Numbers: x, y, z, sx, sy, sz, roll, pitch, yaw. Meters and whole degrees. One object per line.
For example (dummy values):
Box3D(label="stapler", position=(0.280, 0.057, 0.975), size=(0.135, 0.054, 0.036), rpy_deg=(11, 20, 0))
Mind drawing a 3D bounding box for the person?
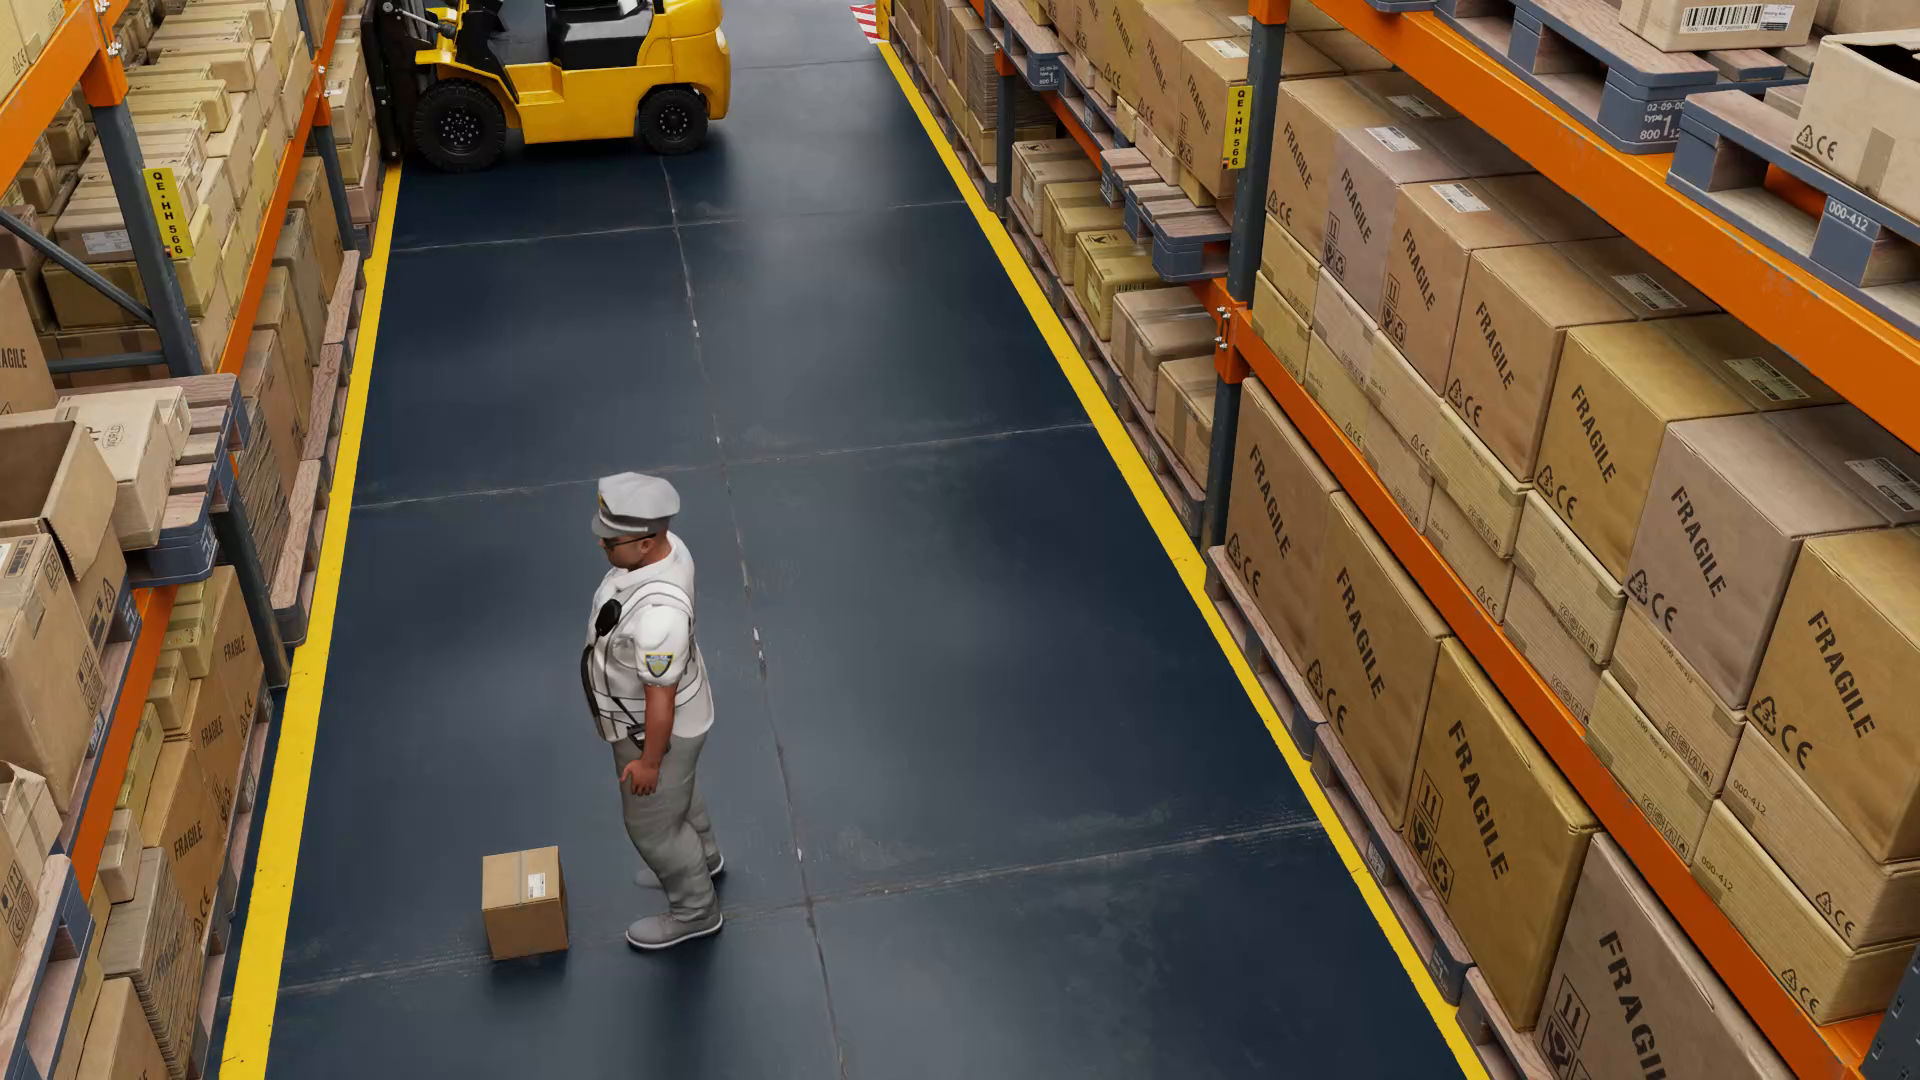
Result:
Box3D(label="person", position=(-0.982, 0.573, 5.315), size=(0.392, 1.778, 0.529), rpy_deg=(-6, 35, -9))
